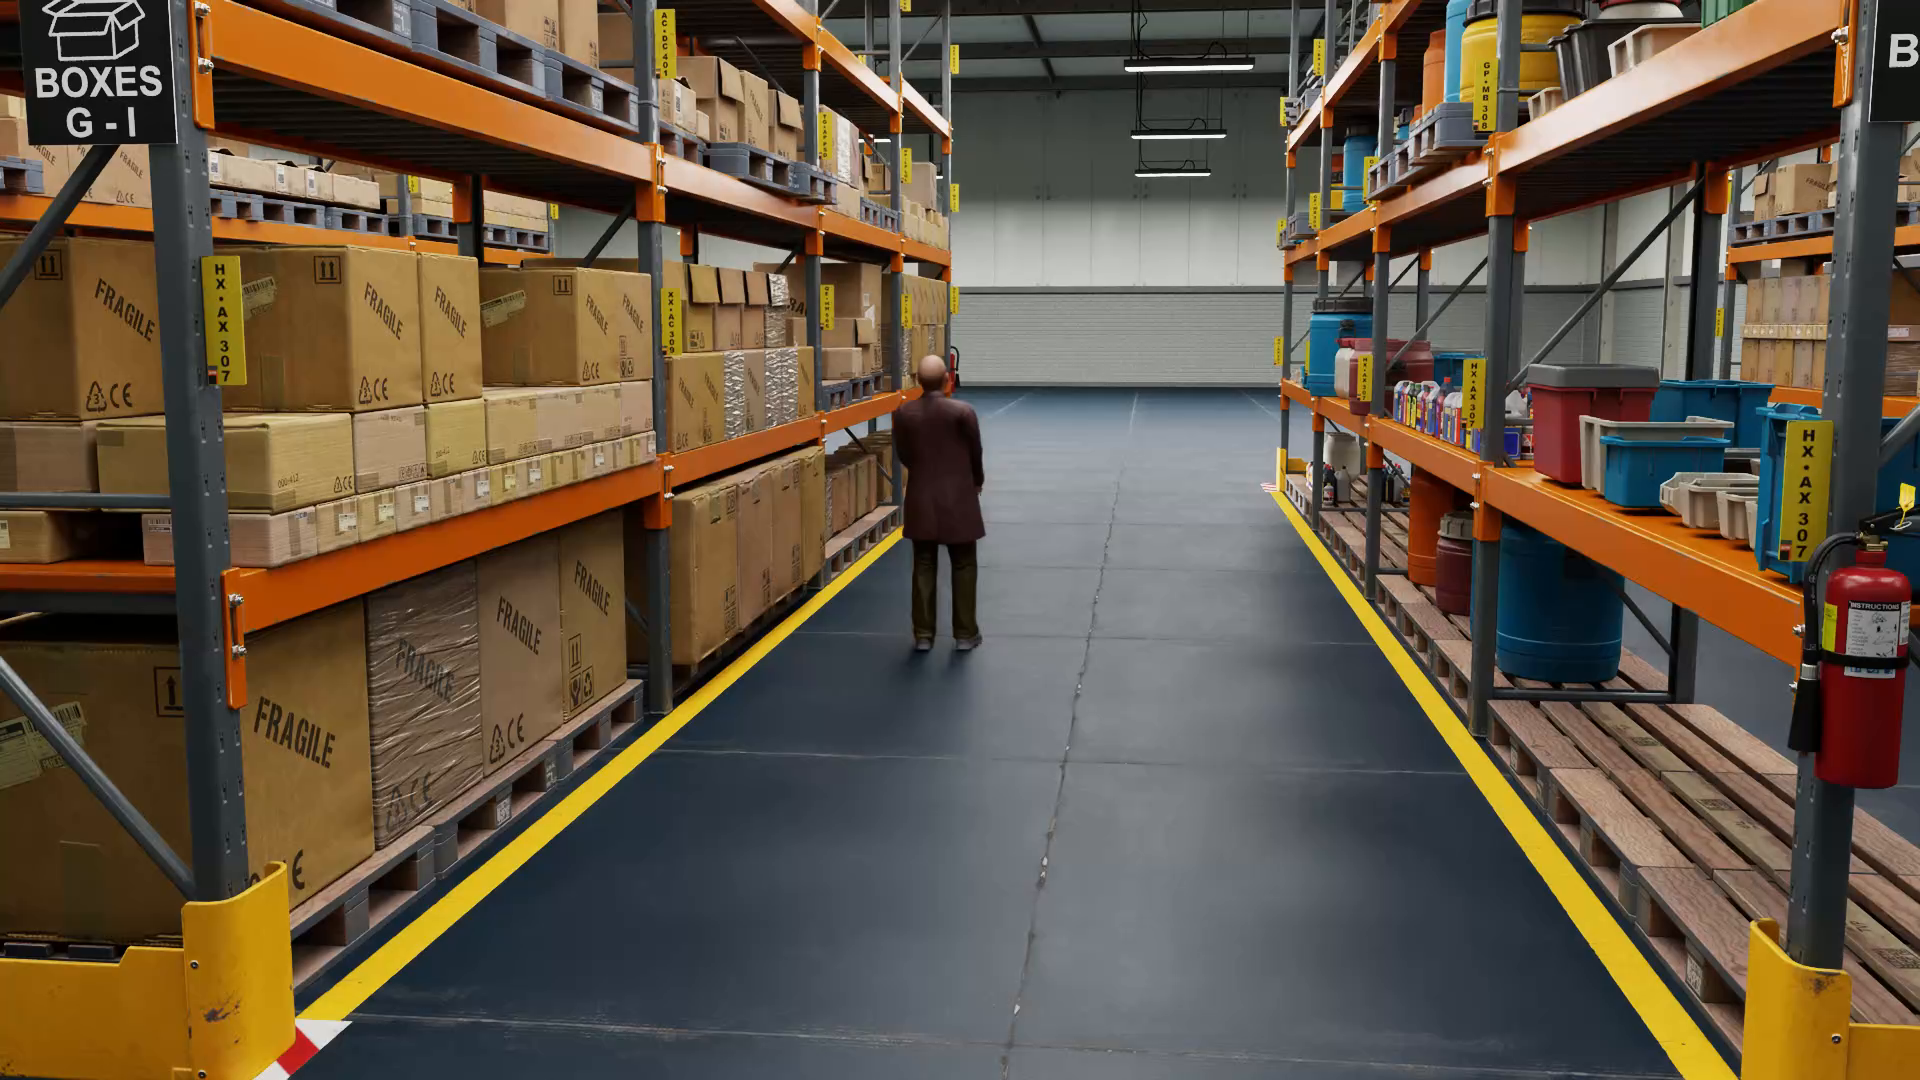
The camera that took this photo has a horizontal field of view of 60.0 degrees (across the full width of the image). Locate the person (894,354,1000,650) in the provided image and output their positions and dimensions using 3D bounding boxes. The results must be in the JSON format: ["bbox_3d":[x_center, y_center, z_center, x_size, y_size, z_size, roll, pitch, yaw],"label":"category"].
[{"bbox_3d":[-0.072,-0.235,10.083,0.570,1.779,0.554,7,10,42],"label":"person"}]
